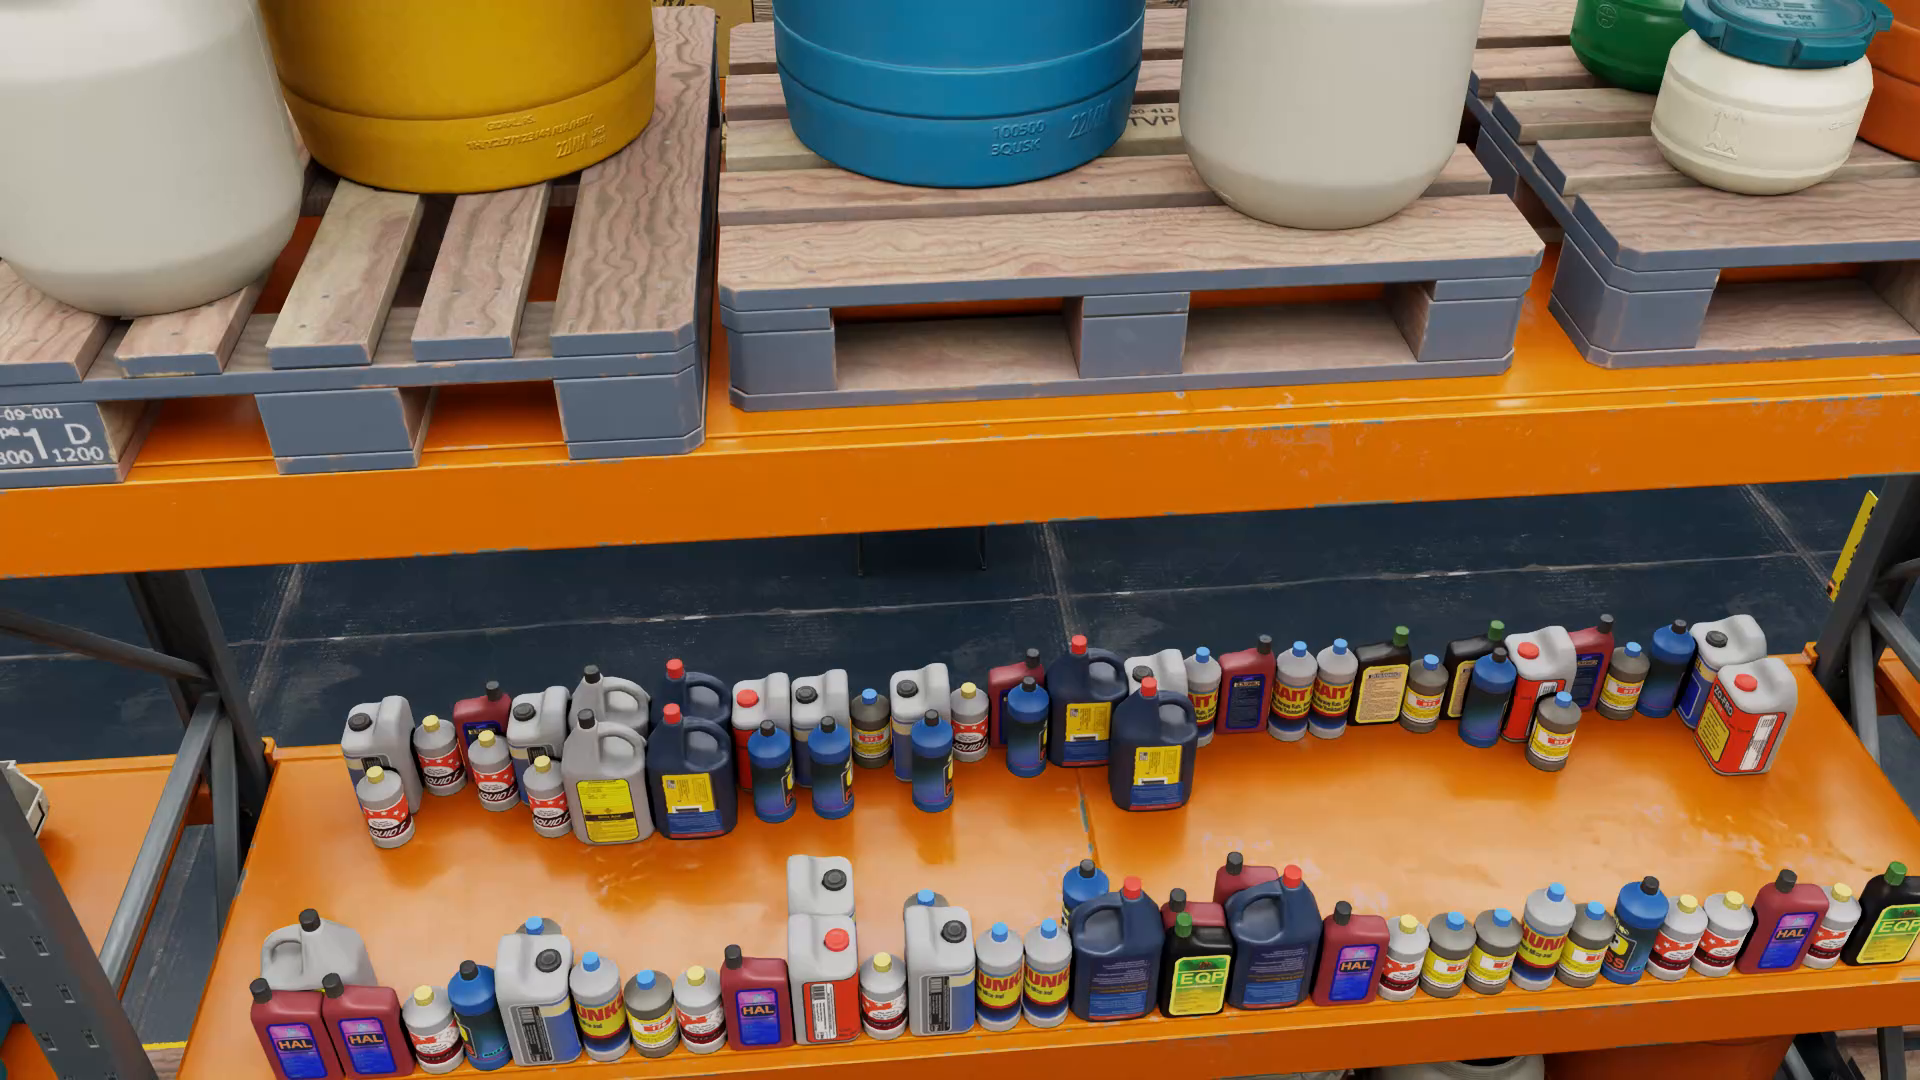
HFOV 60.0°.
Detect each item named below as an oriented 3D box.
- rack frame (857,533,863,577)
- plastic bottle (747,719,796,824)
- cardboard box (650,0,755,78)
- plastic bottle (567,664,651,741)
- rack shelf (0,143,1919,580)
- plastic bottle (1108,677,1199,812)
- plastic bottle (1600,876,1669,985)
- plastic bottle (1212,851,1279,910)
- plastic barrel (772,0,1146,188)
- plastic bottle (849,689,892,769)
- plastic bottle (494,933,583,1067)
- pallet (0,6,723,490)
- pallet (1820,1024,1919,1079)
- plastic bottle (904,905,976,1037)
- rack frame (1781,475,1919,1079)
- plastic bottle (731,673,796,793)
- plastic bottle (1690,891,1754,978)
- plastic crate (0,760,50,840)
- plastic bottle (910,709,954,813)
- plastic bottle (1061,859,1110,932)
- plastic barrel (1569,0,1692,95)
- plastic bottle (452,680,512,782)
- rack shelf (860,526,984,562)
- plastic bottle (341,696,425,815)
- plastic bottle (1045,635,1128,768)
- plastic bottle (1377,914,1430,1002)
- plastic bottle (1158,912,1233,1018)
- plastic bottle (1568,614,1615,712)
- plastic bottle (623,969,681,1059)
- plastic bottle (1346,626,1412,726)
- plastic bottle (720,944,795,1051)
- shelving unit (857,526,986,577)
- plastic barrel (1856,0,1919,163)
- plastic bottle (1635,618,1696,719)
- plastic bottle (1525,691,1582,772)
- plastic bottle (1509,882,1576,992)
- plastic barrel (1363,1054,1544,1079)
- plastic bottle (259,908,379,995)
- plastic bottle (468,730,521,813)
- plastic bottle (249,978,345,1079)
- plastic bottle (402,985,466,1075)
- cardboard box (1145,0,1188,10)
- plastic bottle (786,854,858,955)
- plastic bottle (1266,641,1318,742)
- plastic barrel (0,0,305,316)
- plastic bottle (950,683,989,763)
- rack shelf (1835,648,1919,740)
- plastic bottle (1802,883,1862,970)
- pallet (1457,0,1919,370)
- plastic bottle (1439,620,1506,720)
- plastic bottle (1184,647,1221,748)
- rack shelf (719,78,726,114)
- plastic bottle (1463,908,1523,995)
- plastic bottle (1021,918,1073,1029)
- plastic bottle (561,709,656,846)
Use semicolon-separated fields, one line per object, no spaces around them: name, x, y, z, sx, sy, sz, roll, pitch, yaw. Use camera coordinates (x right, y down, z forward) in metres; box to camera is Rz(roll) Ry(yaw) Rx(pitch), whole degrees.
rack frame;-0.408;-0.802;6.071;0.015;2.100;0.400;-3;38;-4
plastic bottle;-0.429;0.516;3.778;0.097;0.271;0.097;0;38;0
cardboard box;-1.146;-2.336;7.208;0.500;0.500;0.500;-3;38;-4
plastic bottle;-0.802;0.425;3.829;0.185;0.351;0.144;-3;38;-4
rack shelf;0.304;-0.347;2.927;4.000;0.370;1.077;-3;38;-4
plastic bottle;0.443;0.451;3.796;0.185;0.351;0.144;-3;38;-4
plastic bottle;1.390;0.793;3.427;0.097;0.271;0.097;0;38;0
plastic bottle;0.595;0.754;3.467;0.133;0.283;0.061;-3;38;-4
plastic barrel;-0.002;-1.069;2.518;0.708;0.901;0.600;-3;38;-4
plastic bottle;-0.211;0.437;3.935;0.097;0.201;0.097;0;38;0
plastic bottle;-0.829;0.897;3.292;0.135;0.276;0.152;-3;38;-4
pallet;-0.916;-0.548;2.754;1.003;0.211;1.213;-3;38;-4
pallet;3.071;1.515;4.659;1.213;0.211;1.003;-3;38;-4
plastic bottle;-0.040;0.853;3.347;0.135;0.276;0.152;-3;38;-4
rack frame;2.296;0.439;3.772;0.127;3.000;1.000;-3;38;-4
plastic bottle;-0.458;0.438;3.873;0.135;0.276;0.152;-3;38;-4
plastic bottle;1.584;0.810;3.462;0.097;0.201;0.097;0;38;0
plastic crate;-2.165;0.676;3.637;0.243;0.136;0.396;-3;38;-4
plastic bottle;-0.064;0.496;3.804;0.097;0.271;0.097;0;38;0
plastic bottle;0.259;0.766;3.462;0.097;0.271;0.097;0;38;0
plastic barrel;1.220;-0.926;2.867;0.294;0.245;0.294;0;38;0
plastic bottle;-1.098;0.442;3.862;0.133;0.283;0.061;-3;38;-4
rack shelf;-0.165;-0.255;6.530;0.480;0.518;0.431;-3;38;-4
plastic bottle;-1.324;0.486;3.813;0.135;0.276;0.152;-3;38;-4
plastic bottle;0.295;0.365;3.906;0.185;0.351;0.144;-3;38;-4
plastic bottle;0.906;0.847;3.415;0.097;0.201;0.097;0;38;0
plastic bottle;0.475;0.850;3.345;0.133;0.283;0.061;-3;38;-4
plastic bottle;1.505;0.299;4.044;0.133;0.283;0.061;-3;38;-4
plastic bottle;-0.614;0.931;3.309;0.097;0.201;0.097;0;38;0
plastic bottle;1.008;0.326;4.009;0.133;0.283;0.061;-3;38;-4
plastic bottle;-0.401;0.898;3.284;0.133;0.283;0.061;-3;38;-4
shelving unit;-0.165;-0.815;6.088;0.503;2.100;0.431;-3;38;-4
plastic barrel;1.730;-1.043;2.543;0.708;0.830;0.600;-3;38;-4
plastic bottle;1.718;0.303;4.048;0.097;0.271;0.097;0;38;0
plastic bottle;1.405;0.442;3.928;0.097;0.201;0.097;0;38;0
plastic bottle;1.197;0.804;3.413;0.097;0.271;0.097;0;38;0
plastic barrel;1.256;1.374;4.256;0.421;0.512;0.421;0;38;0
plastic bottle;-1.269;0.856;3.283;0.185;0.351;0.144;-3;38;-4
plastic bottle;-1.073;0.522;3.827;0.097;0.201;0.097;0;38;0
plastic bottle;-1.285;0.947;3.222;0.133;0.283;0.061;-3;38;-4
plastic bottle;-1.039;0.954;3.279;0.097;0.201;0.097;0;38;0
cardboard box;0.891;-2.453;7.356;0.500;0.500;0.500;-3;38;-4
plastic bottle;-0.285;0.772;3.450;0.135;0.276;0.152;-3;38;-4
plastic bottle;0.798;0.354;3.984;0.097;0.271;0.097;0;38;0
plastic barrel;-1.142;-0.612;2.233;0.433;0.535;0.433;0;38;0
plastic bottle;0.020;0.424;3.951;0.097;0.201;0.097;0;38;0
rack shelf;4.288;0.612;4.134;4.000;0.370;1.077;-3;38;-4
plastic bottle;1.814;0.797;3.478;0.097;0.201;0.097;0;38;0
pallet;1.525;-0.683;2.925;1.213;0.211;1.003;-3;38;-4
plastic bottle;1.238;0.314;4.025;0.133;0.283;0.061;-3;38;-4
plastic bottle;0.568;0.367;3.968;0.097;0.271;0.097;0;38;0
rack shelf;-0.135;-2.225;7.729;4.000;0.370;1.077;-3;38;-4
plastic bottle;1.100;0.837;3.428;0.097;0.201;0.097;0;38;0
plastic bottle;0.175;0.860;3.342;0.097;0.271;0.097;0;38;0
plastic bottle;-0.789;0.514;3.716;0.185;0.351;0.144;-3;38;-4
